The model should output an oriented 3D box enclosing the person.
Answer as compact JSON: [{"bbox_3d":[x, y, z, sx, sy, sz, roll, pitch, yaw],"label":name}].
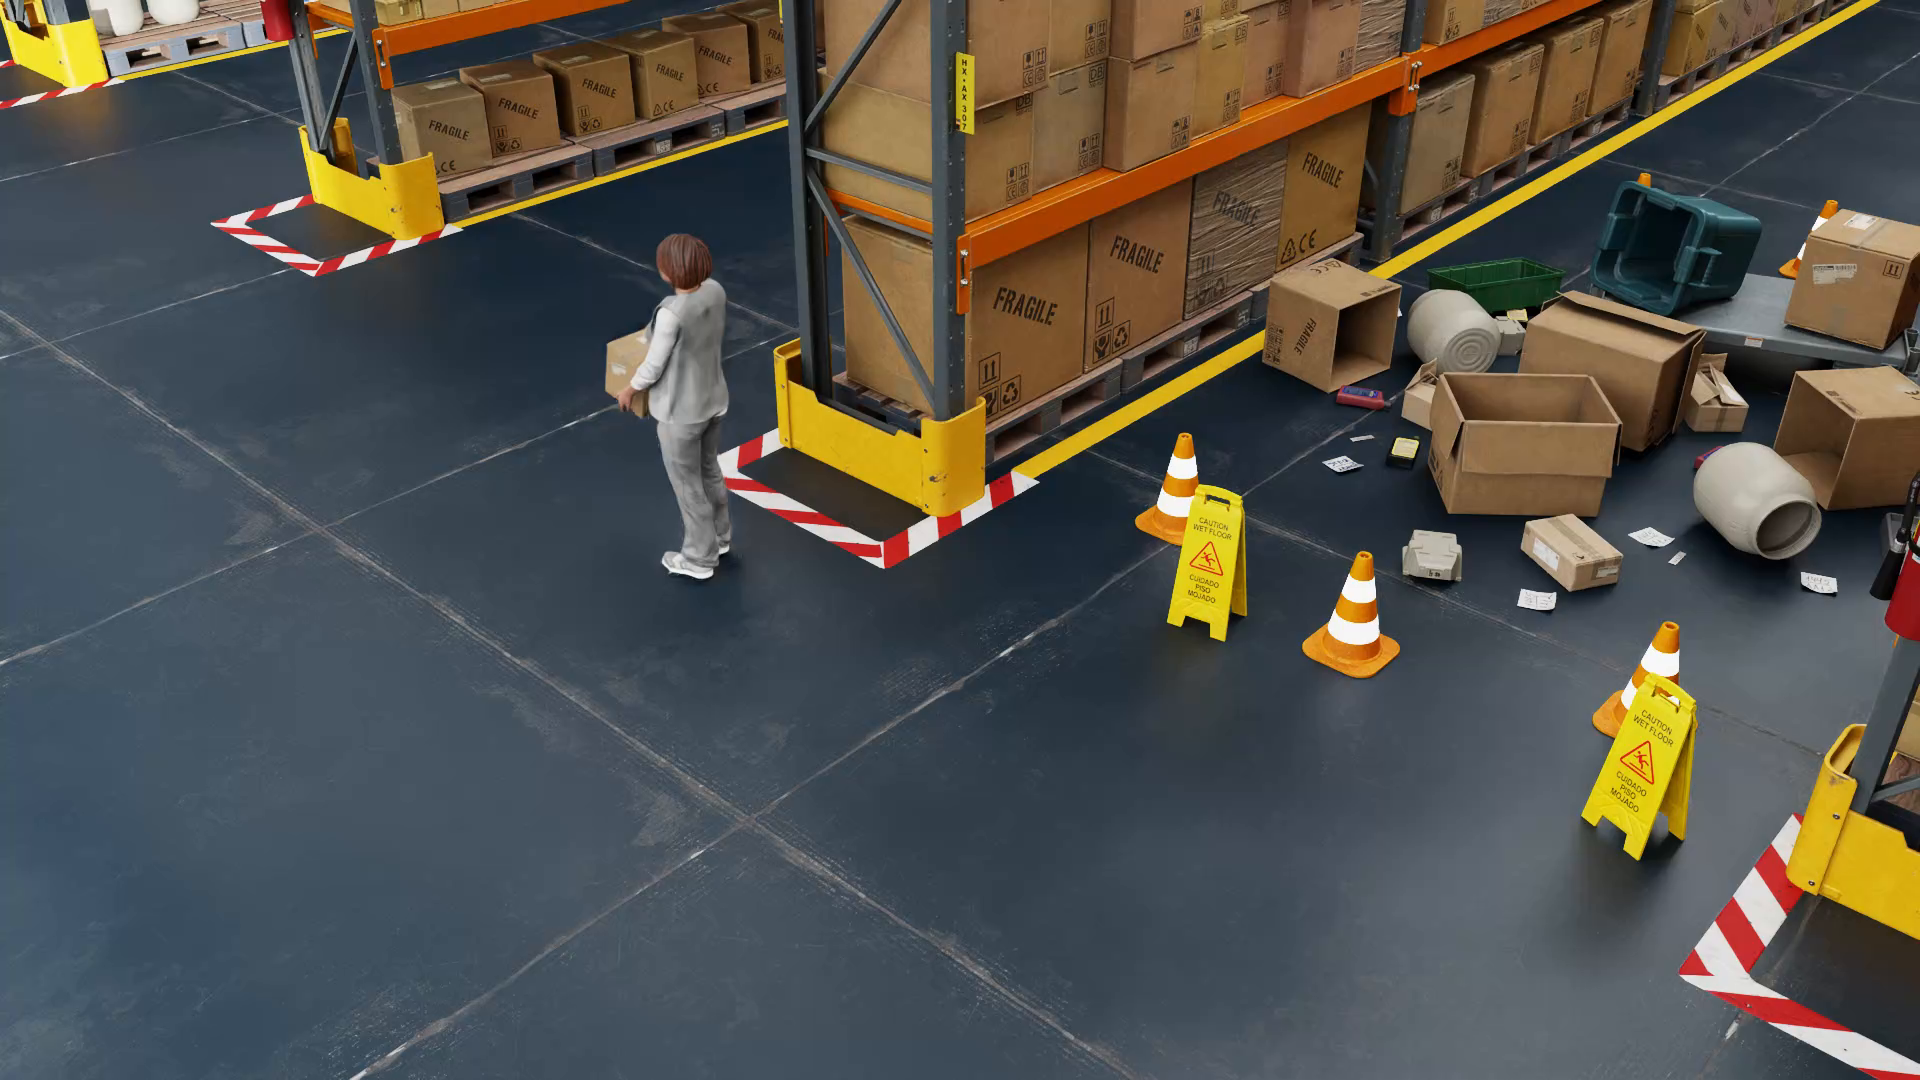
[{"bbox_3d":[-1.183,-0.556,6.995,0.388,1.604,0.506,-16,35,-23],"label":"person"}]
